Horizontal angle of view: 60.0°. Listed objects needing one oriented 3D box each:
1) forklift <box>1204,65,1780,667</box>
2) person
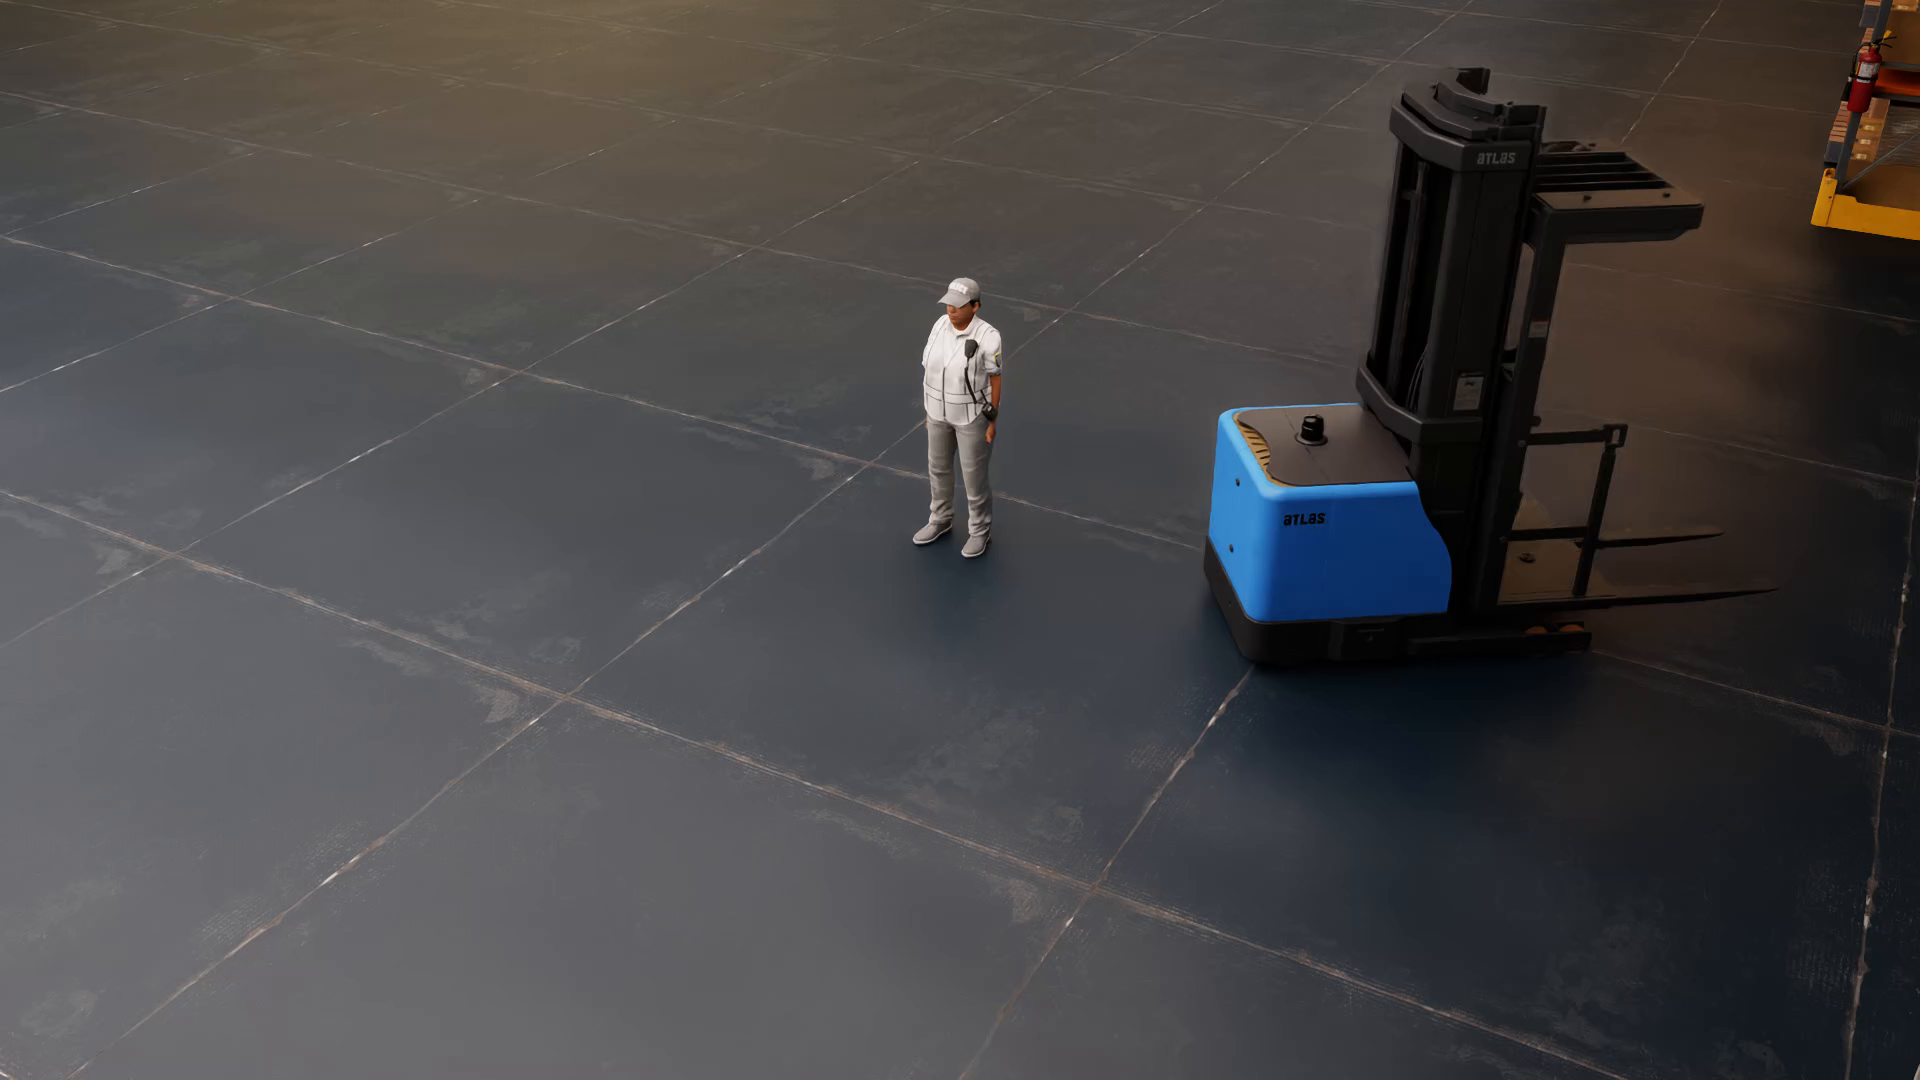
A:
[{"bbox_3d":[2.952,-0.900,8.630,3.031,2.935,1.130,-3,30,-5],"label":"forklift"},{"bbox_3d":[-0.007,-0.717,9.588,0.483,1.668,0.394,15,33,25],"label":"person"}]
